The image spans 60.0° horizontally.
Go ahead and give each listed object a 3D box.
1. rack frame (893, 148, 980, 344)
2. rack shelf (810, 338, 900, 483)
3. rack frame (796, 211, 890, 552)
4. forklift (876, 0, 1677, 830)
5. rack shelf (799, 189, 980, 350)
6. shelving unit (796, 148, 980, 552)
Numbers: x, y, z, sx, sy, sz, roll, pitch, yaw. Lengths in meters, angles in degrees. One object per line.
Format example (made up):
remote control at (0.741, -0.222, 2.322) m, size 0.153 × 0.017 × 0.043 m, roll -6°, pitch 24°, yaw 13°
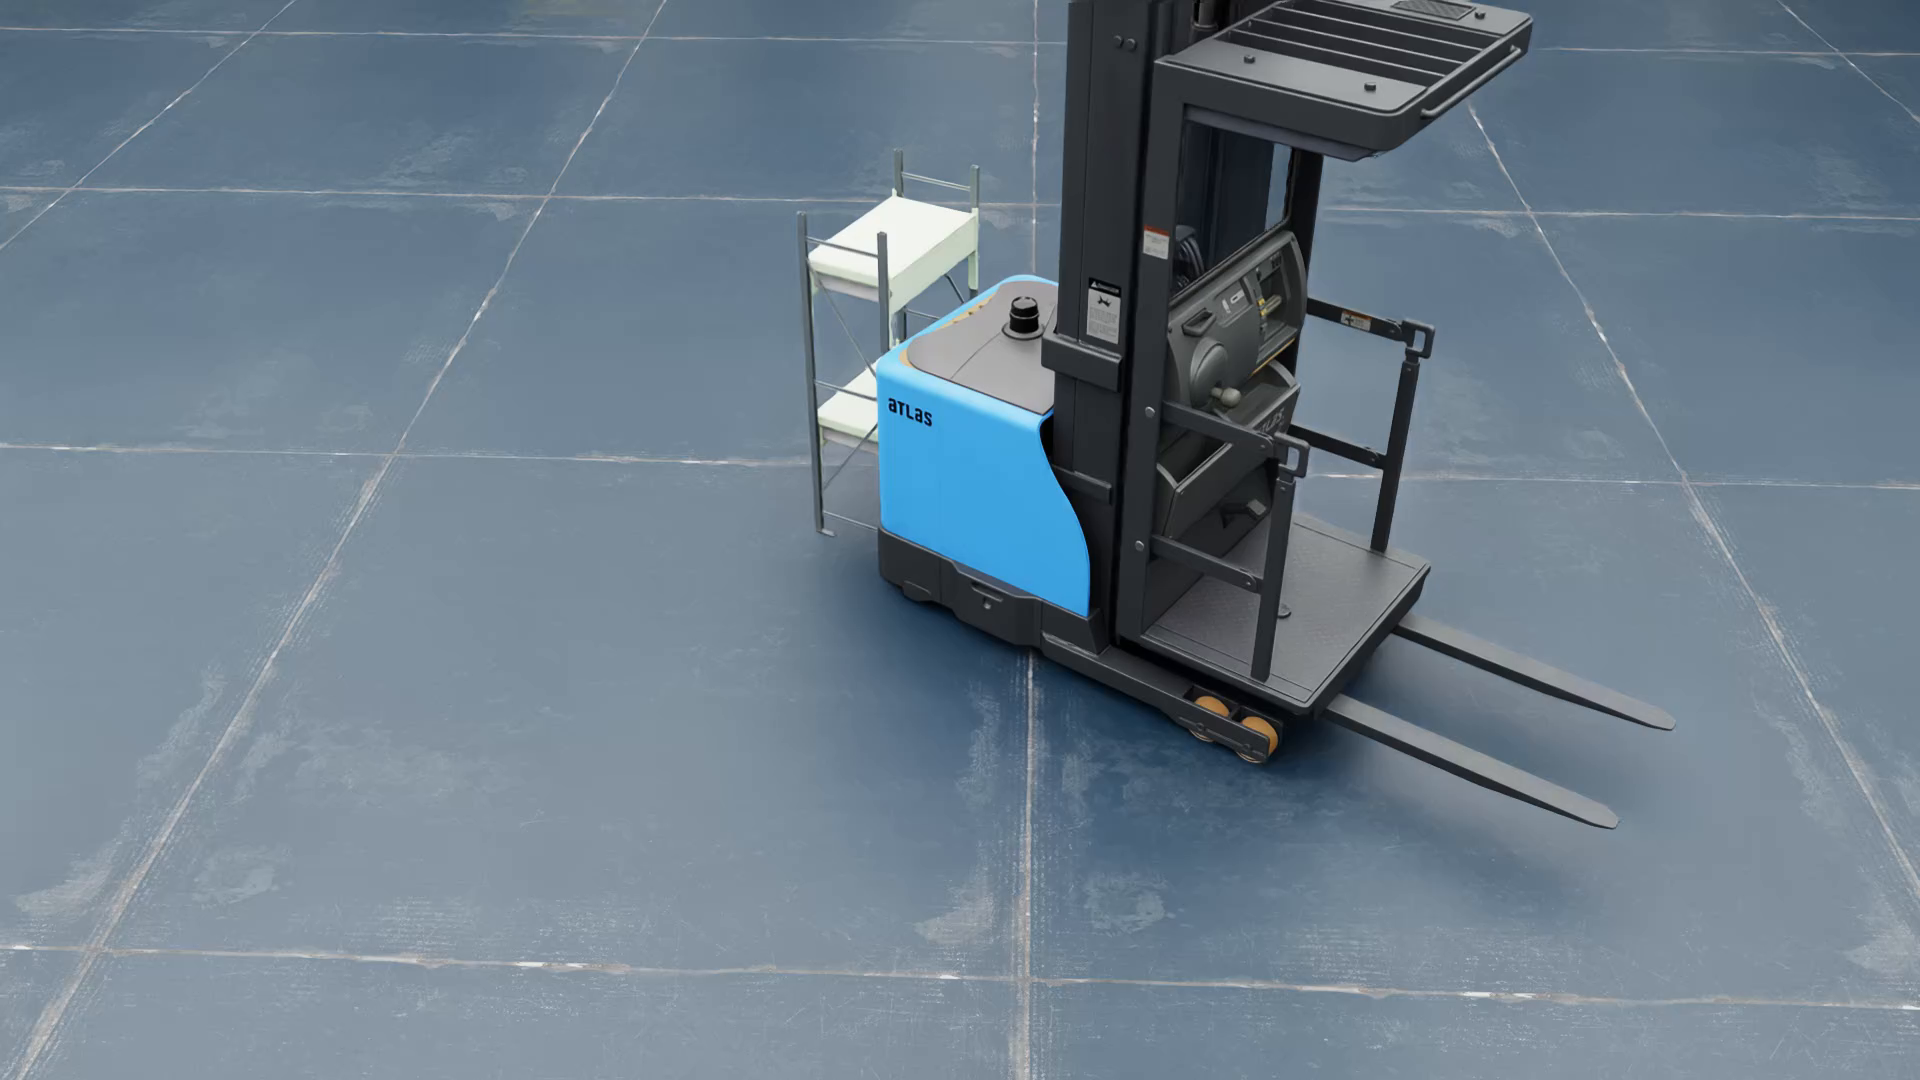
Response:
rack frame at (-0.099, -0.970, 7.325) m, size 0.400 × 1.500 × 0.023 m, roll 18°, pitch 39°, yaw 23°
rack shelf at (-0.277, -0.519, 7.251) m, size 0.431 × 0.370 × 0.720 m, roll 18°, pitch 39°, yaw 23°
rack frame at (-0.455, -0.602, 6.802) m, size 0.400 × 1.500 × 0.023 m, roll 18°, pitch 39°, yaw 23°
forklift at (1.147, -0.732, 5.743) m, size 3.031 × 2.935 × 1.130 m, roll 23°, pitch 41°, yaw 29°
rack shelf at (-0.277, -1.105, 6.839) m, size 0.431 × 0.370 × 0.720 m, roll 18°, pitch 39°, yaw 23°
shelving unit at (-0.277, -0.786, 7.064) m, size 0.431 × 1.500 × 0.755 m, roll 18°, pitch 39°, yaw 23°
